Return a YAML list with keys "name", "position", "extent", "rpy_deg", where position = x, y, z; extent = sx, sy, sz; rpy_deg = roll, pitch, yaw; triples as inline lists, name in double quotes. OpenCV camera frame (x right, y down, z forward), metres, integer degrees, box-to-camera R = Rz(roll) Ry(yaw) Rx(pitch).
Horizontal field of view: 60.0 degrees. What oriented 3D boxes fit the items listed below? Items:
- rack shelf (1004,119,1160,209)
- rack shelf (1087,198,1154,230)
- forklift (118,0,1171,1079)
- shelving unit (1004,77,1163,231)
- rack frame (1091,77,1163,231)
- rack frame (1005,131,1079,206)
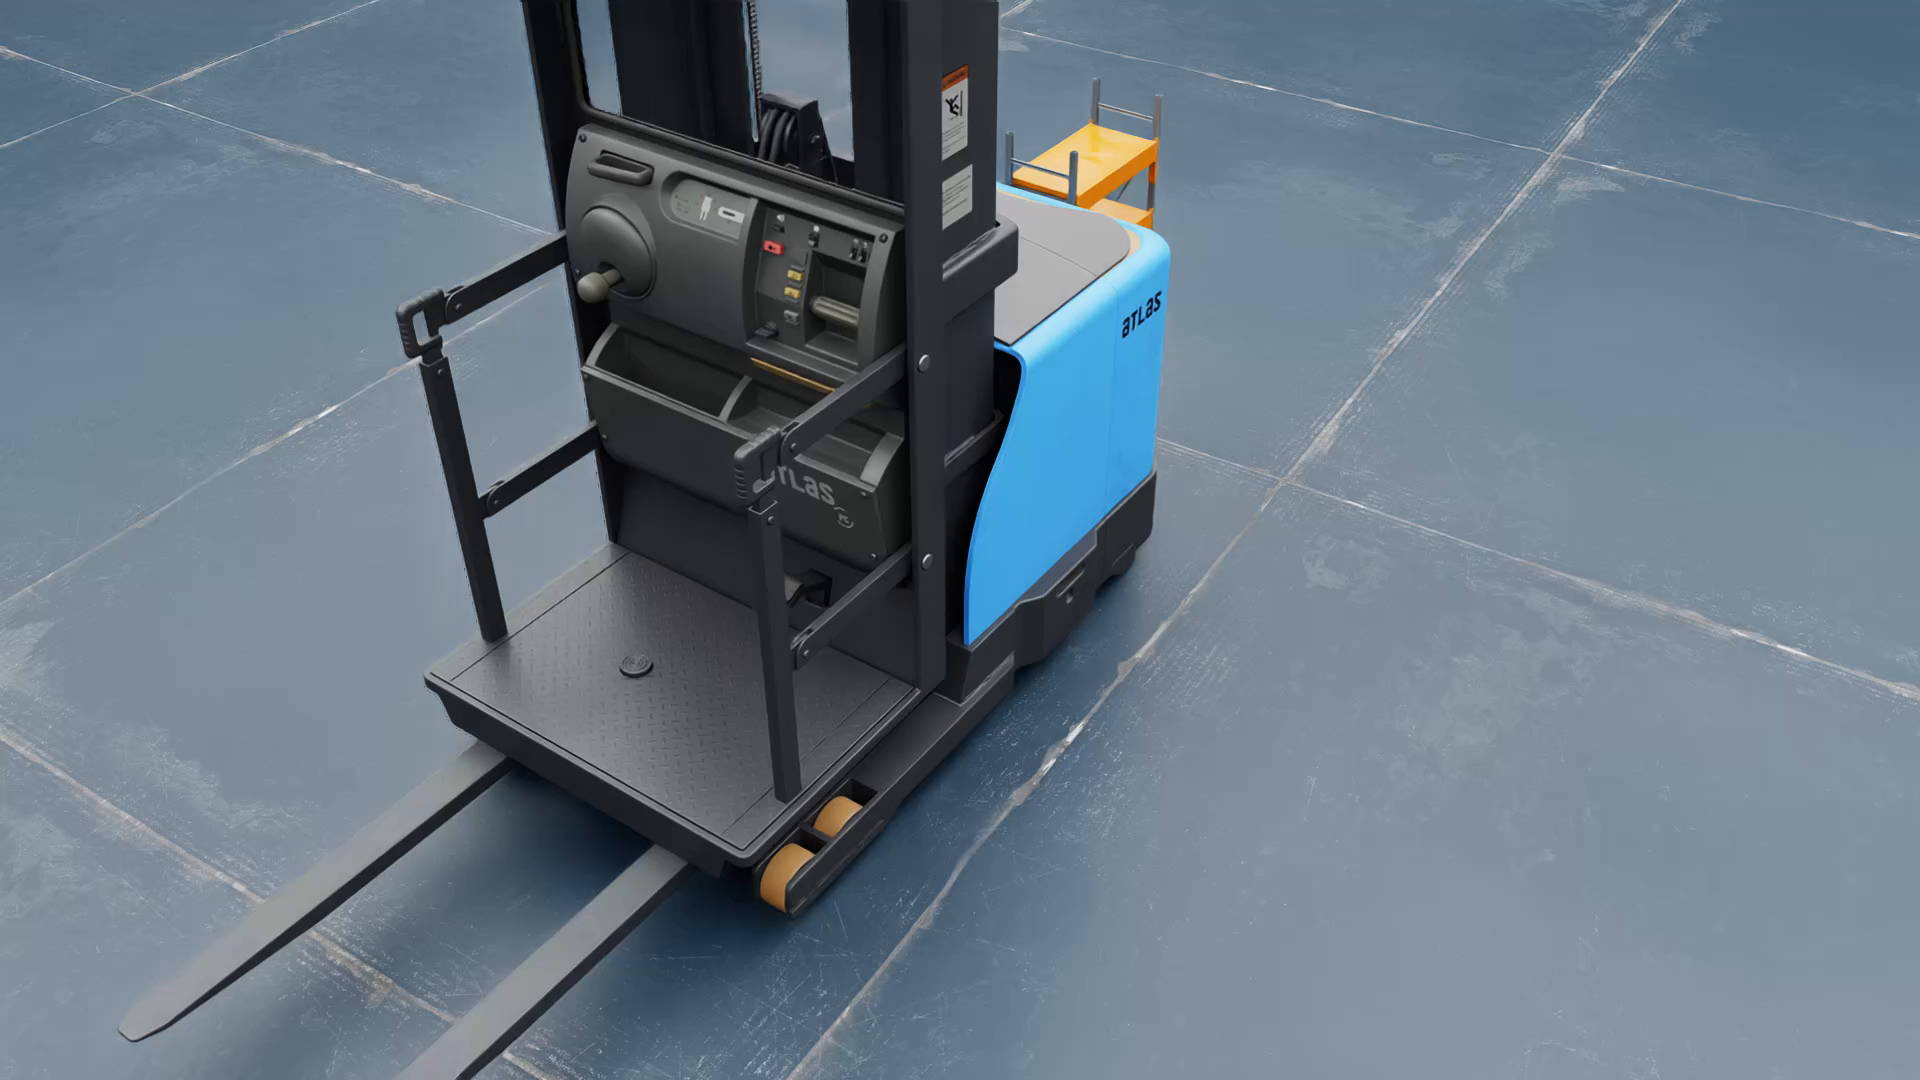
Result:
- name: "rack shelf"
  position: [0.373, -1.098, 5.049]
  extent: [0.258, 0.148, 0.480]
  rpy_deg: [23, 43, 27]
- name: "rack shelf"
  position: [0.373, -0.911, 5.193]
  extent: [0.258, 0.148, 0.480]
  rpy_deg: [23, 43, 27]
- name: "forklift"
  position: [-0.656, -0.586, 3.610]
  extent: [1.130, 2.935, 3.031]
  rpy_deg: [23, 43, 27]
- name: "shelving unit"
  position: [0.373, -0.787, 5.288]
  extent: [0.258, 1.200, 0.503]
  rpy_deg: [23, 43, 27]
- name: "rack frame"
  position: [0.513, -0.909, 5.447]
  extent: [0.240, 1.200, 0.015]
  rpy_deg: [23, 43, 27]
- name: "rack frame"
  position: [0.234, -0.665, 5.130]
  extent: [0.240, 1.200, 0.015]
  rpy_deg: [23, 43, 27]
